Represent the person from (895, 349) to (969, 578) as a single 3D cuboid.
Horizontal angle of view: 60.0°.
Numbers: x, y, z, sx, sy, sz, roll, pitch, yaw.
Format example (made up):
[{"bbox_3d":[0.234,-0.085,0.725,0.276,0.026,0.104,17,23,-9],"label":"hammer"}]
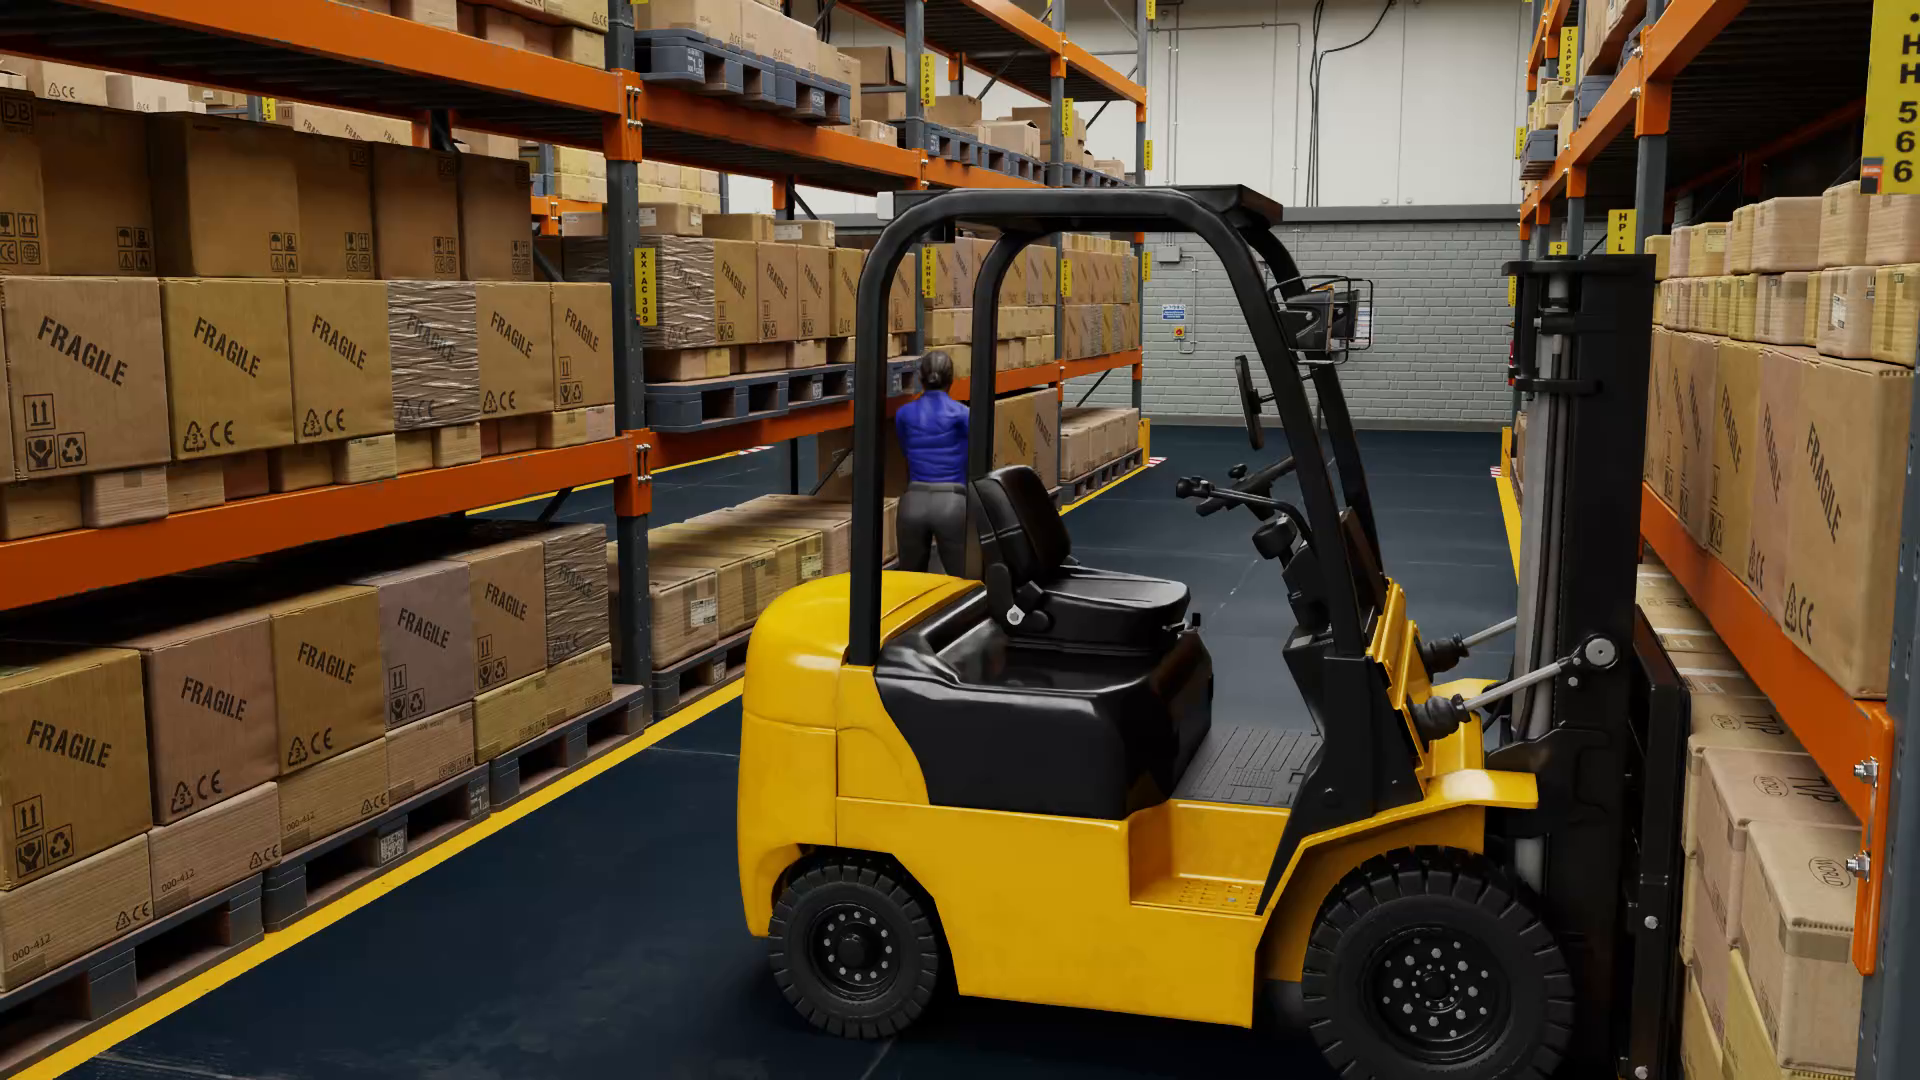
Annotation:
[{"bbox_3d":[-0.104,-0.111,8.178,0.412,1.647,0.531,2,9,15],"label":"person"}]
